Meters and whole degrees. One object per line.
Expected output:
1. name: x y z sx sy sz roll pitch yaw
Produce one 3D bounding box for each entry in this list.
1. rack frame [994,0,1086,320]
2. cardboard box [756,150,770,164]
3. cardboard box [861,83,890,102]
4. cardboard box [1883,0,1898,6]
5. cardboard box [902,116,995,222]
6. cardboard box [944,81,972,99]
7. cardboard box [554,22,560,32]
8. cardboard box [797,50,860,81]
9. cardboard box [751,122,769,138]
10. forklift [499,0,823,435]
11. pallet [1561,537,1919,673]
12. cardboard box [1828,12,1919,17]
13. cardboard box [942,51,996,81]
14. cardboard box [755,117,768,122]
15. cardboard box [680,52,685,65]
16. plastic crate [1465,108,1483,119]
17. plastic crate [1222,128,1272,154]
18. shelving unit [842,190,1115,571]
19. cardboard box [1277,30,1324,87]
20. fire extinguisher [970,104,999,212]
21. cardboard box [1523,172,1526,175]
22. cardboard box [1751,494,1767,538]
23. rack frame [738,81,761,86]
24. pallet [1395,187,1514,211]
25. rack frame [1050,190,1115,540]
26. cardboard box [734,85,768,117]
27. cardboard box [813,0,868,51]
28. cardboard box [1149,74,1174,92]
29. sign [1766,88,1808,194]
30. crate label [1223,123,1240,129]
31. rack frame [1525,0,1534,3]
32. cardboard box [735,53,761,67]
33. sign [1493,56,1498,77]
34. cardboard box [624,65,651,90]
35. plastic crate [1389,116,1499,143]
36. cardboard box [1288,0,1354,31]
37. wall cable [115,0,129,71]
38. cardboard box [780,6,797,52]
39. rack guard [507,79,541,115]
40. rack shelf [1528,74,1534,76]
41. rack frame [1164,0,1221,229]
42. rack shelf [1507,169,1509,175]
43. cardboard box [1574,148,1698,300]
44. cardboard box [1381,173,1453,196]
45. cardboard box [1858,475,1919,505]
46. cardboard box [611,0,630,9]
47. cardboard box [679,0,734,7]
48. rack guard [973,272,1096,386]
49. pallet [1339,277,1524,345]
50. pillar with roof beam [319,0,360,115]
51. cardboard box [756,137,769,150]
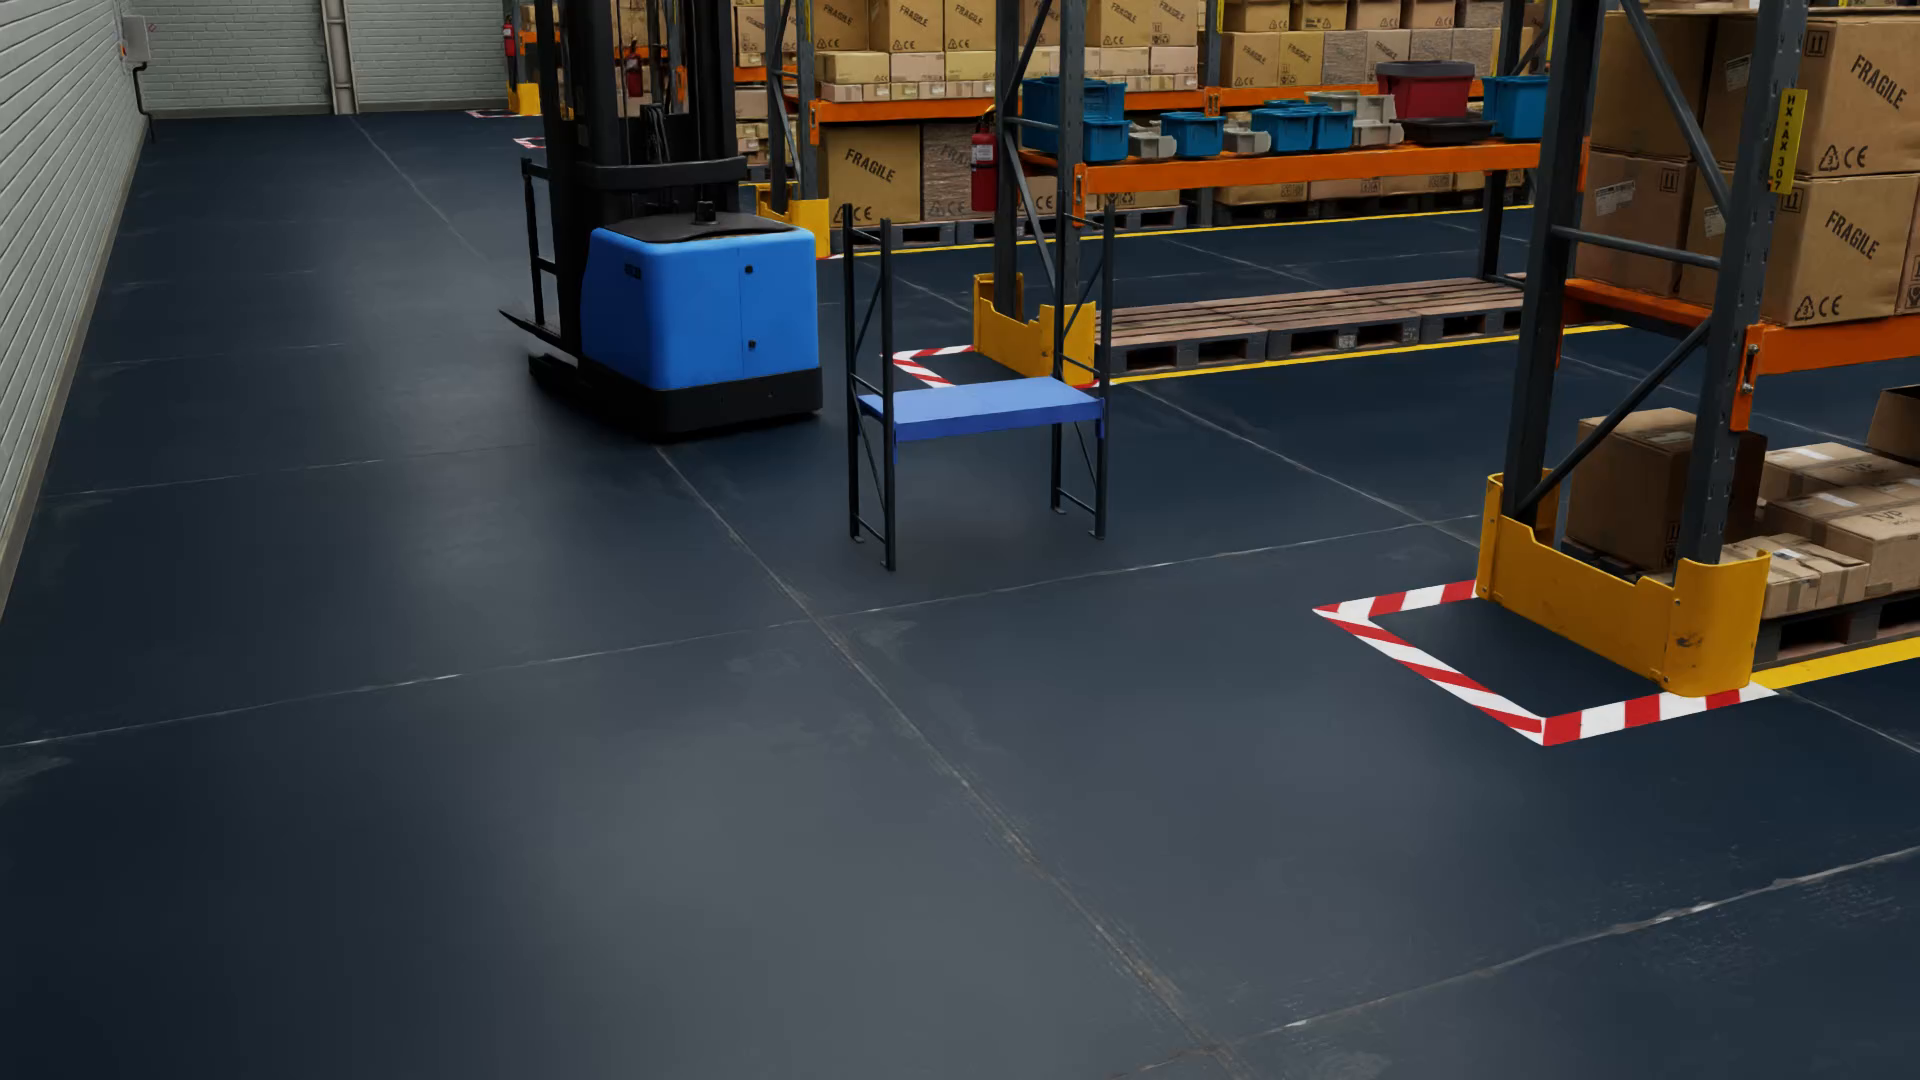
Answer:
1. rack frame: 0.476 -2.548 10.241 0.127 3.000 1.000 -8 21 -22
2. cardboard box: -2.317 -4.503 19.454 0.250 0.149 0.380 -8 21 -21
3. cardboard box: -0.794 -3.920 14.516 0.250 0.149 0.380 -8 21 -23
4. cardboard box: 10.505 -6.344 18.918 0.500 0.500 0.500 -8 21 -22
5. cardboard box: -0.094 -3.482 15.462 0.875 0.875 0.875 -8 21 -22
6. cardboard box: -0.087 -4.021 14.805 0.250 0.149 0.380 -9 21 -23
7. cardboard box: -6.755 -8.482 27.473 0.250 0.149 0.380 -8 21 -21
8. cardboard box: -1.146 -4.272 14.917 0.500 0.250 0.500 -9 21 -23
9. cardboard box: -2.255 -4.750 19.261 0.250 0.149 0.380 -8 21 -22
10. forklift: -2.015 -2.385 9.884 1.130 2.935 3.031 -12 23 -32
11. pallet: 3.236 0.164 6.740 1.213 0.211 1.003 -8 21 -22
12. cardboard box: 3.423 -1.604 5.906 0.500 0.500 0.500 -8 21 -21
13. cardboard box: -0.001 -4.244 14.836 0.500 0.250 0.500 -9 21 -24
14. cardboard box: -2.268 -4.968 19.879 0.250 0.149 0.380 -9 21 -24
15. cardboard box: -3.170 -5.594 19.272 0.250 0.149 0.380 -8 21 -22
16. plastic crate: 3.665 -2.960 11.719 0.243 0.136 0.396 -8 21 -22
17. plastic crate: 1.783 -2.490 10.383 0.298 0.136 0.250 -8 21 -22
18. shelving unit: 0.078 -0.719 7.305 1.048 1.500 0.538 -8 21 -22
19. cardboard box: 3.169 -4.682 16.152 0.500 0.500 0.500 -8 21 -22
20. fire extinguisher: 0.157 -2.454 10.653 0.183 0.674 0.296 -8 21 -22
21. cardboard box: 6.467 -4.233 18.129 0.500 0.500 0.700 -9 21 -25
22. cardboard box: 3.244 -0.080 6.837 0.250 0.166 0.380 -8 21 -22
23. rack frame: -3.708 -9.119 28.905 0.127 3.000 1.000 -8 21 -22
24. pallet: 5.106 -3.714 17.753 1.213 0.211 1.003 -8 21 -22
25. rack frame: 0.545 -0.786 7.495 0.032 1.500 0.500 -8 21 -22
26. cardboard box: -3.179 -6.428 24.487 0.875 0.438 0.875 -9 21 -24
27. cardboard box: -1.143 -4.625 14.791 0.500 0.500 0.500 -8 21 -21
28. cardboard box: 1.800 -4.292 15.572 0.250 0.149 0.380 -8 21 -21
29. sign: 2.650 -1.279 5.336 0.005 0.325 0.100 -8 21 -22
30. crate label: 1.671 -2.692 10.957 0.243 0.136 0.396 -8 21 -22
31. rack frame: 7.661 -7.162 23.347 0.127 3.000 1.000 -8 21 -22
32. cardboard box: -2.445 -5.473 18.928 0.250 0.149 0.380 -9 21 -23
33. sign: 3.933 -3.372 12.166 0.005 0.325 0.100 -8 21 -22
34. cardboard box: -5.456 -7.803 28.299 0.500 0.500 0.500 -8 21 -21
35. plastic crate: 3.227 -2.743 11.120 0.590 0.125 0.437 -8 21 -22
36. cardboard box: 3.405 -5.278 16.334 0.637 0.503 0.797 -8 21 -21
37. wall cable: -11.152 -7.241 22.042 0.122 1.984 0.588 -8 21 -22
38. cardboard box: -1.900 -5.885 19.121 0.500 0.500 0.500 -8 21 -21
39. rack guard: -7.311 -7.424 27.855 0.348 0.500 1.175 -8 21 -22
40. rack shelf: 1.076 -8.974 22.558 12.004 5.032 15.950 -8 21 -22
41. rack frame: 2.187 -4.584 16.025 0.127 3.000 1.000 -8 21 -22
42. rack shelf: 5.985 -2.998 12.602 4.000 0.370 1.077 -8 21 -22
43. cardboard box: 2.738 -1.226 6.336 0.500 0.500 0.500 -7 21 -20
44. cardboard box: 4.396 -4.107 17.236 0.875 0.875 1.225 -8 21 -22
45. cardboard box: 3.964 -0.064 6.664 0.500 0.250 0.500 -8 21 -22
46. cardboard box: -4.858 -7.575 22.863 0.500 0.500 0.500 -9 21 -23
47. cardboard box: -2.840 -6.221 18.570 0.500 0.500 0.500 -8 21 -22
48. rack guard: 0.459 -1.361 10.636 0.348 0.500 1.175 -8 21 -22
49. pallet: 3.489 -1.650 11.890 1.213 0.211 1.003 -8 21 -22
50. pillar with roof beam: -8.508 -10.030 22.459 0.400 9.000 9.100 -8 21 -22
51. cardboard box: -2.312 -4.646 19.413 0.250 0.149 0.380 -8 21 -21
